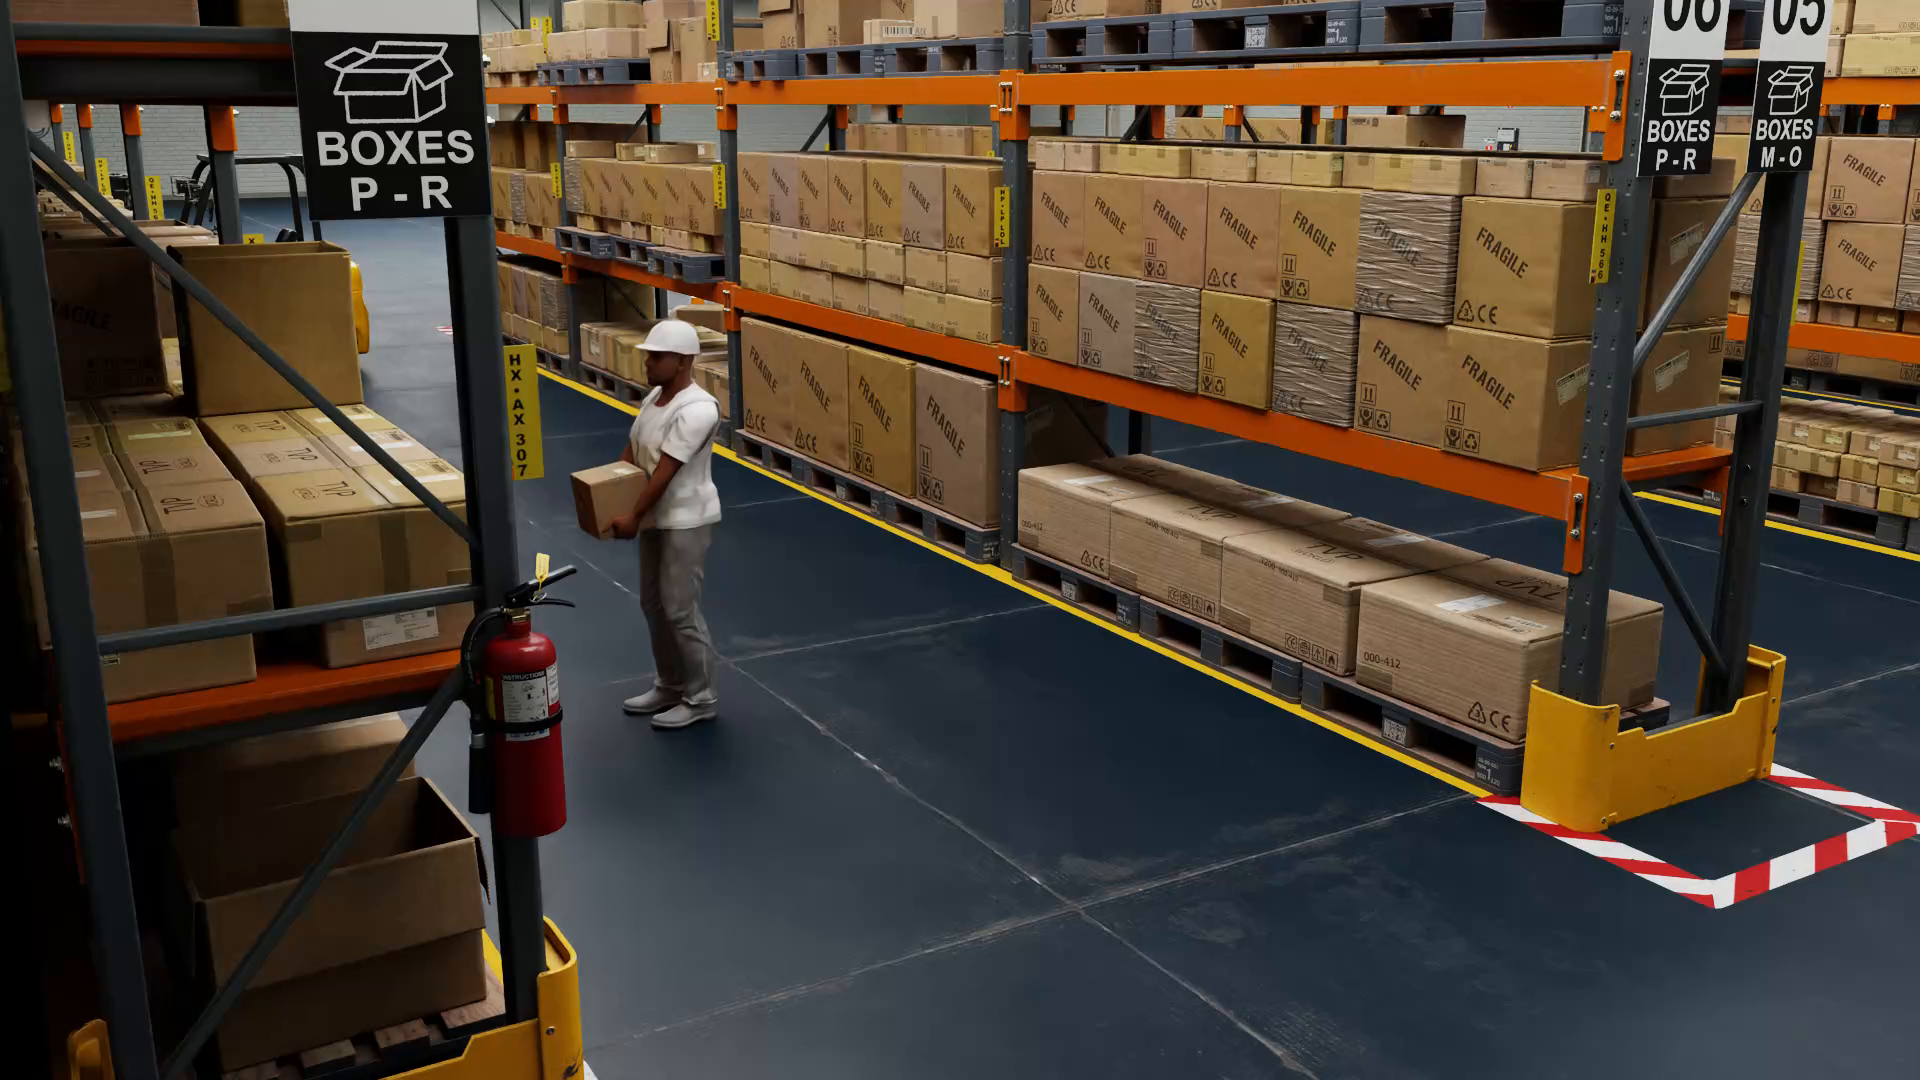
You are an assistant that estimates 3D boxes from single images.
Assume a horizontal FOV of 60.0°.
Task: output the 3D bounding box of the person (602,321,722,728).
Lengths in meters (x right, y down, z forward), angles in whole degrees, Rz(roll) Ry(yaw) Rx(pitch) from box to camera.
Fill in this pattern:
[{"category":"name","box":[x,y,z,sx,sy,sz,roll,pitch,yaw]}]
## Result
[{"category":"person","box":[-1.324,-0.063,7.207,0.557,1.763,0.505,-9,17,-30]}]
